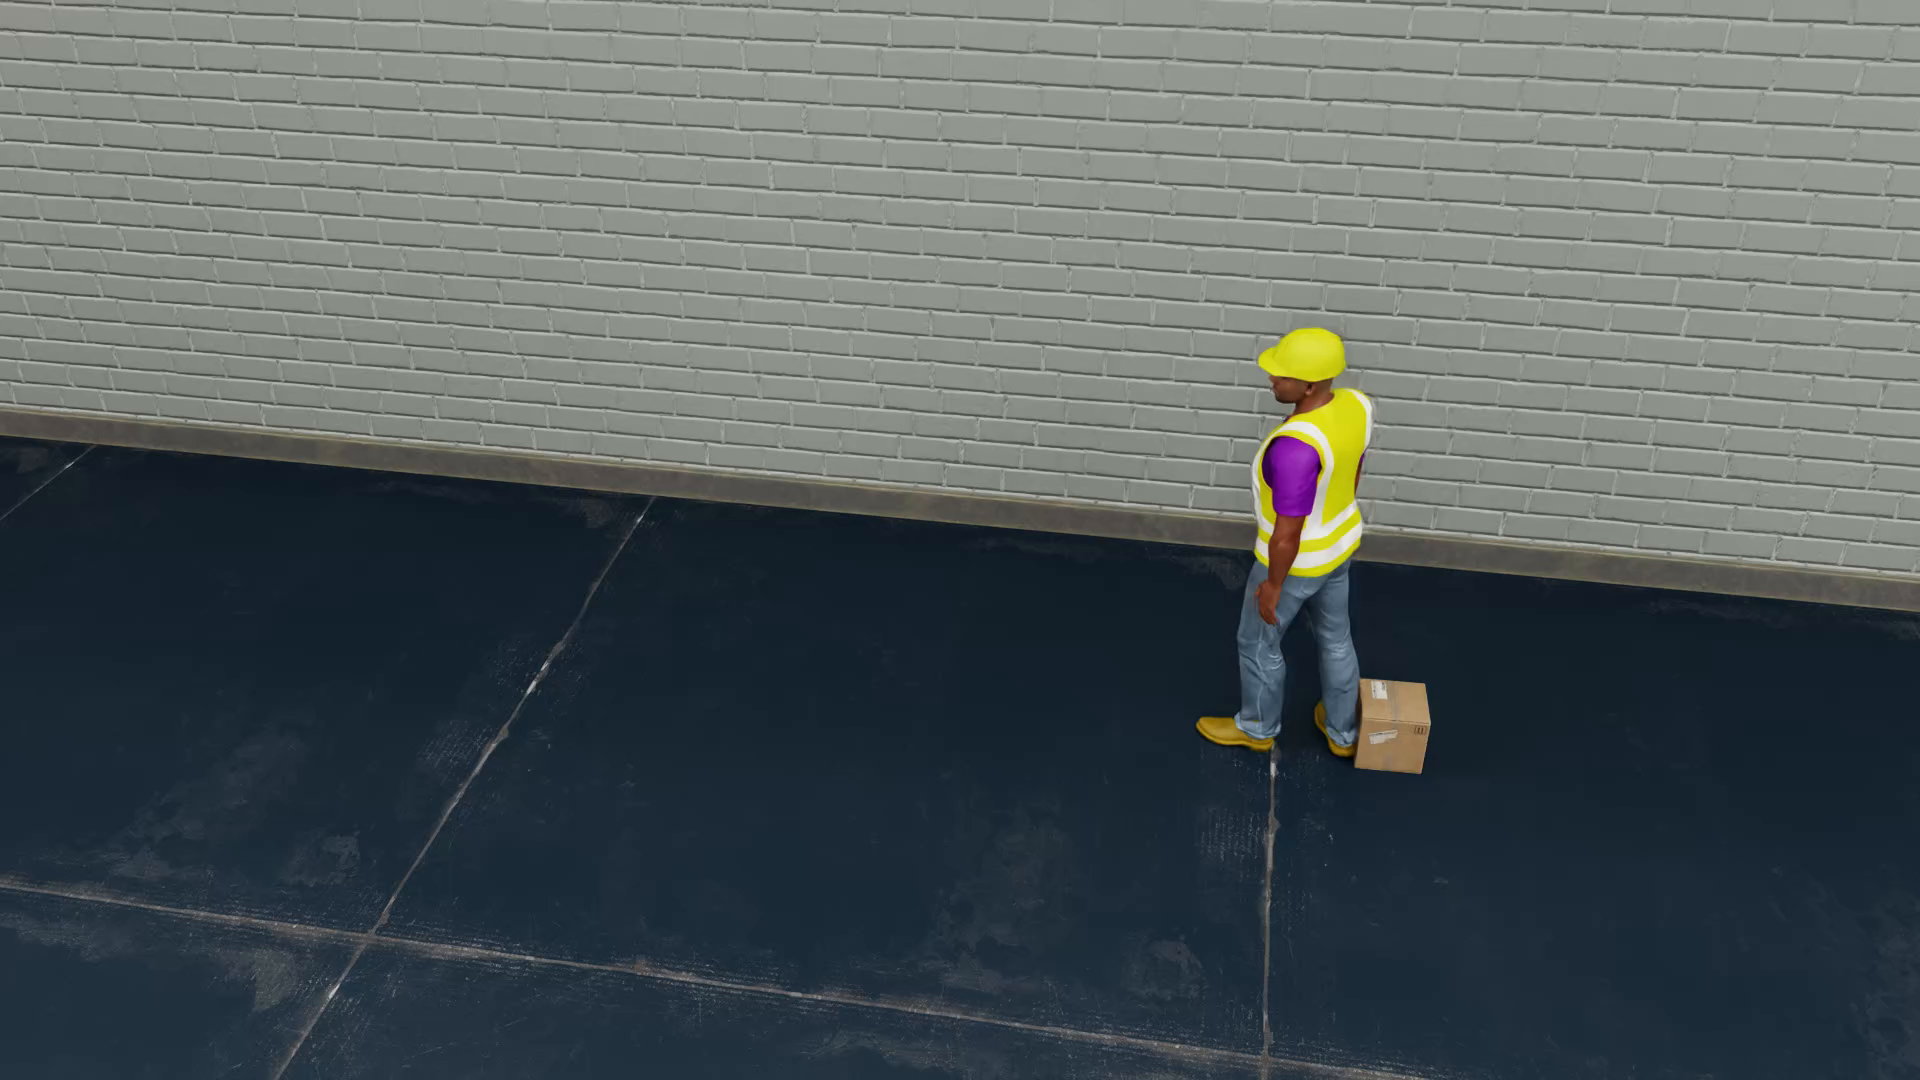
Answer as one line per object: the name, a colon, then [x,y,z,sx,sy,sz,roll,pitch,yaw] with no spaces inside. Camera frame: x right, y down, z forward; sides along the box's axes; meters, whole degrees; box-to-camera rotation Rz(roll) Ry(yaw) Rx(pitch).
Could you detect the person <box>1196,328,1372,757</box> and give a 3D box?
person: [1.250,0.041,6.049,0.571,1.766,0.588,26,40,34]
